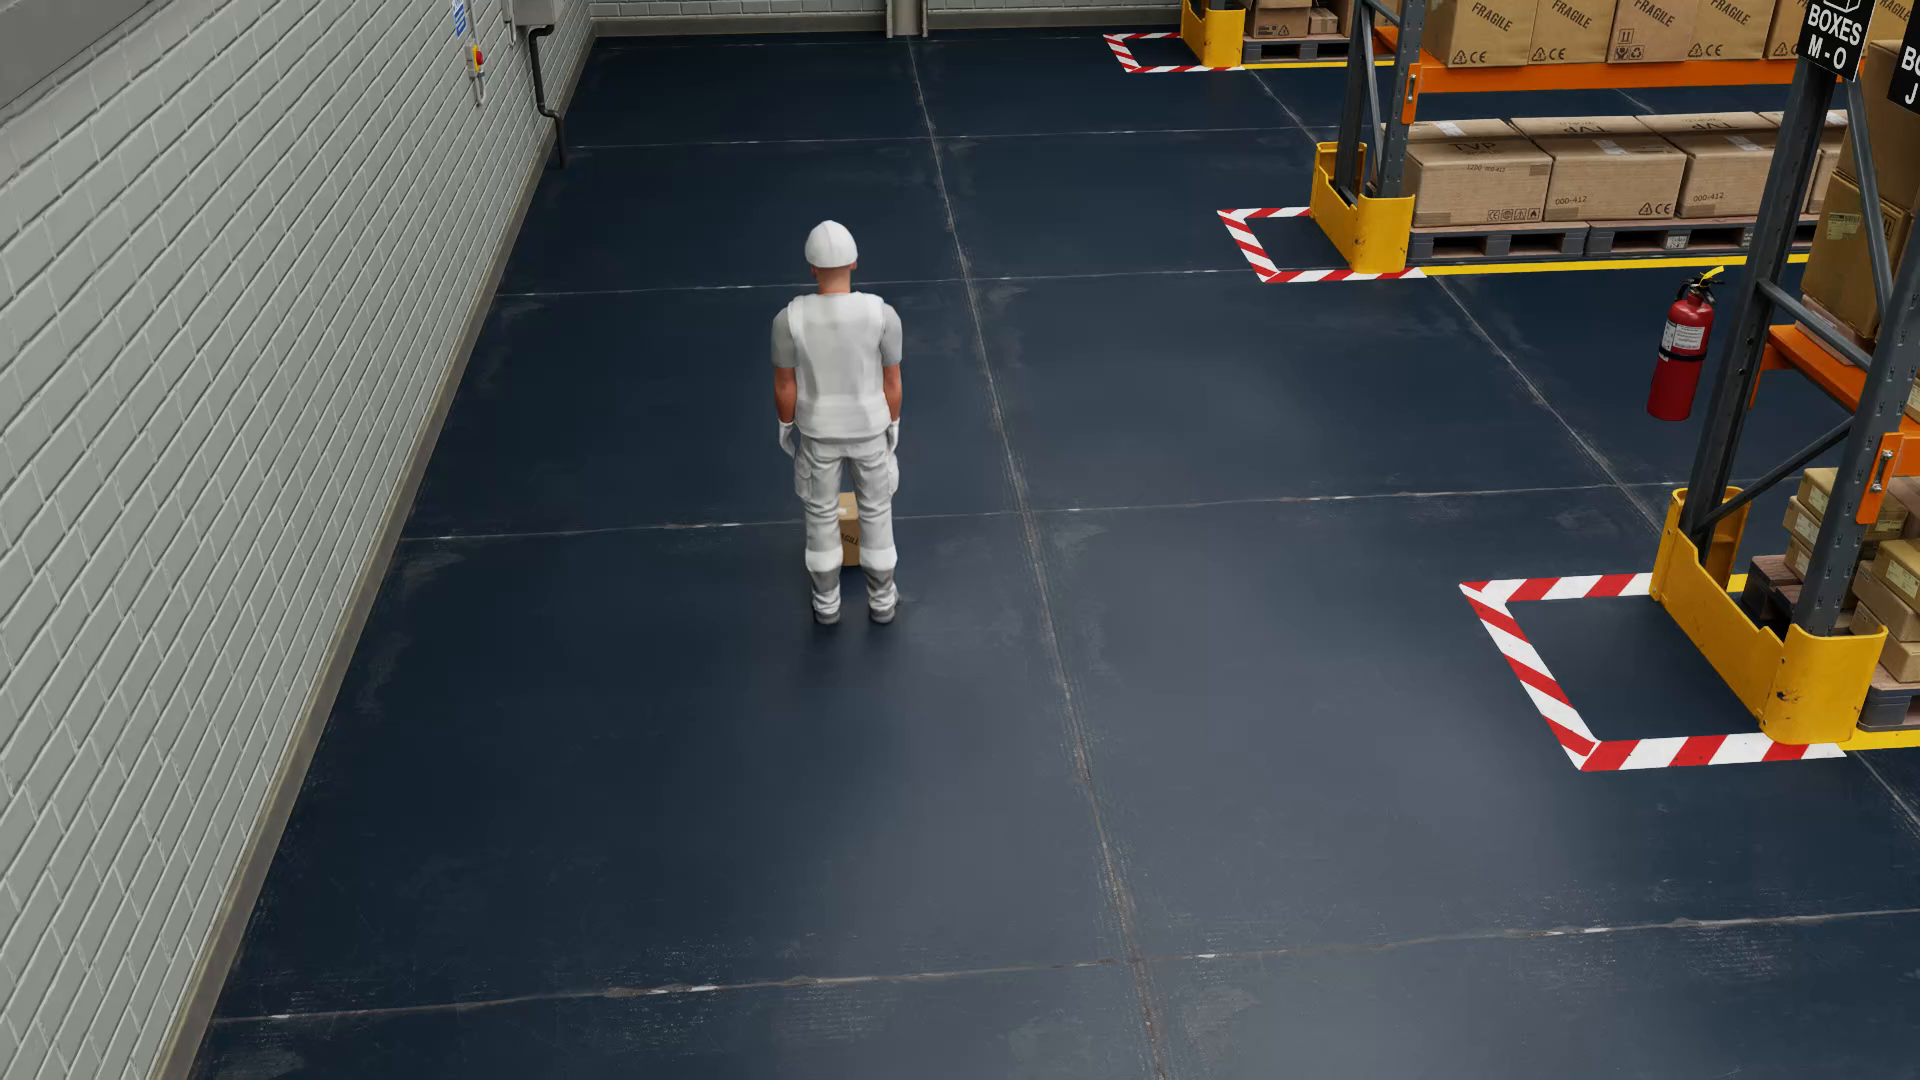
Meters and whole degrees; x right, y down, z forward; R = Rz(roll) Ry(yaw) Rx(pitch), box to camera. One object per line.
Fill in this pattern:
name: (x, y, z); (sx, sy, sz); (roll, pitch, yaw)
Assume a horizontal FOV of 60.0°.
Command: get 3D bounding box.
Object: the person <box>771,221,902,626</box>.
person: (-0.495, -0.460, 6.884); (0.526, 1.784, 0.338); (-2, 31, -3)
